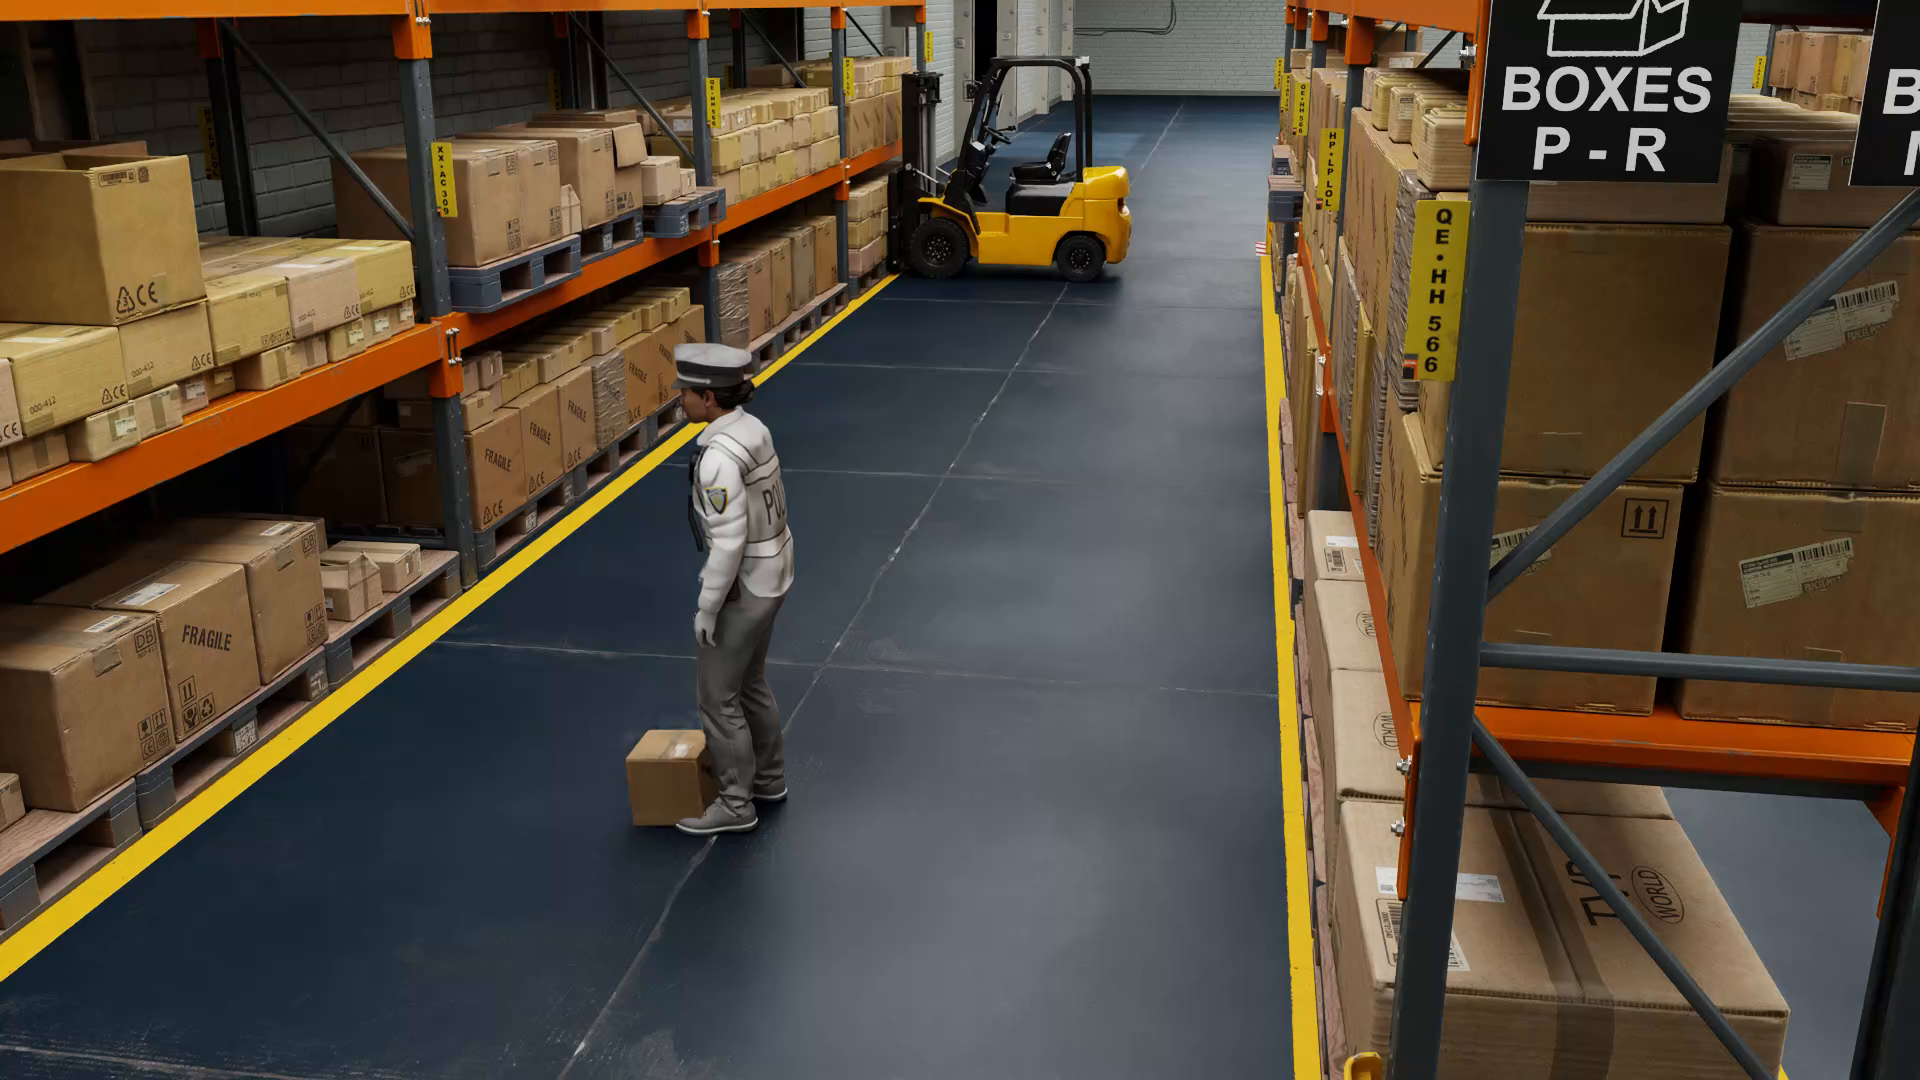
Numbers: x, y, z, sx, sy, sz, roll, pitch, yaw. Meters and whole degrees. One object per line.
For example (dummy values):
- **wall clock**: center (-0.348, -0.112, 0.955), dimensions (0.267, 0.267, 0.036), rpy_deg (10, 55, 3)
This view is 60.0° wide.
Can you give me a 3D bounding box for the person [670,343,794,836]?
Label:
- **person**: center (-0.763, 0.173, 5.516), dimensions (0.412, 1.664, 0.514), rpy_deg (2, 18, 7)
